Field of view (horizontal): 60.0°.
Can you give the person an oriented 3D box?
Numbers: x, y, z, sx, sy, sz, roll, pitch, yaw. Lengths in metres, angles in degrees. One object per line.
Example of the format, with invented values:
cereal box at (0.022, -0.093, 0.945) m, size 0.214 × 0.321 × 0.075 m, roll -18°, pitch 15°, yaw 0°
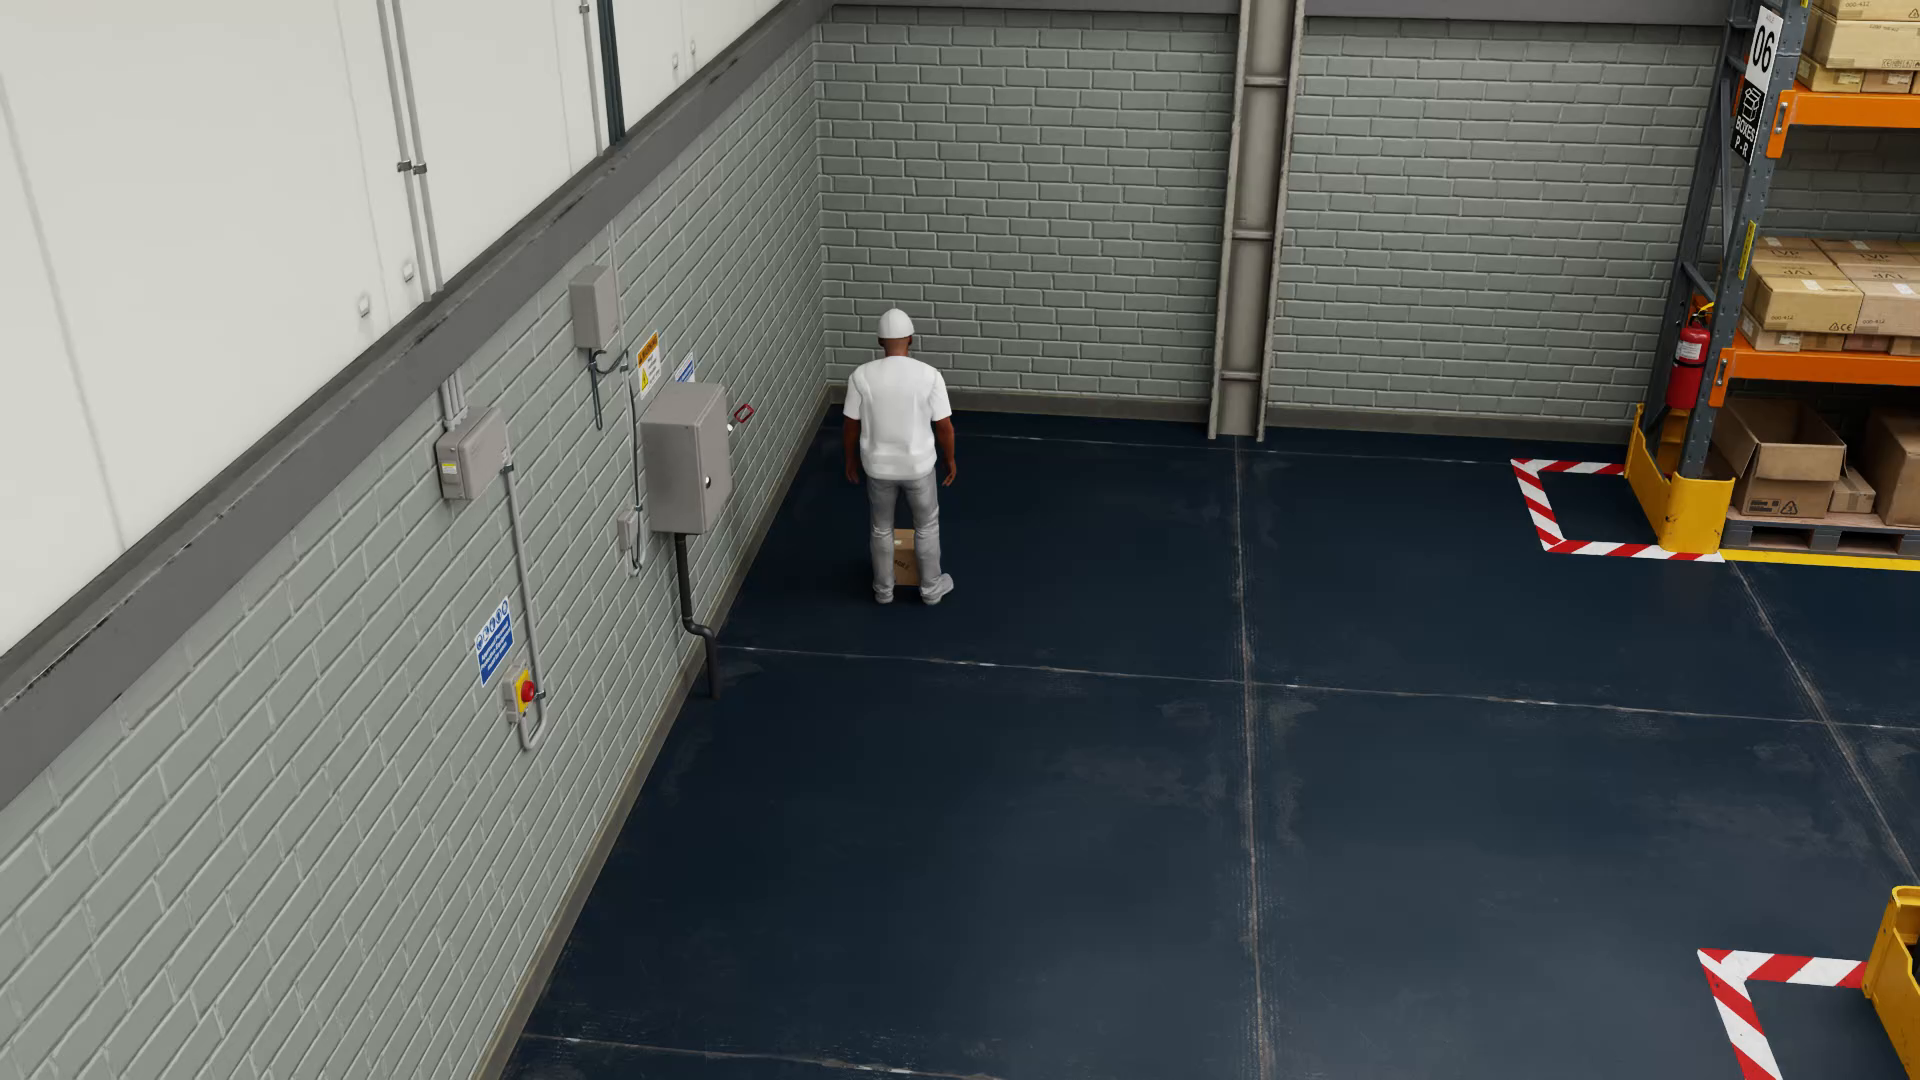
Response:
person at (-0.340, -0.455, 9.451) m, size 0.638 × 1.761 × 0.458 m, roll 2°, pitch 28°, yaw 4°
